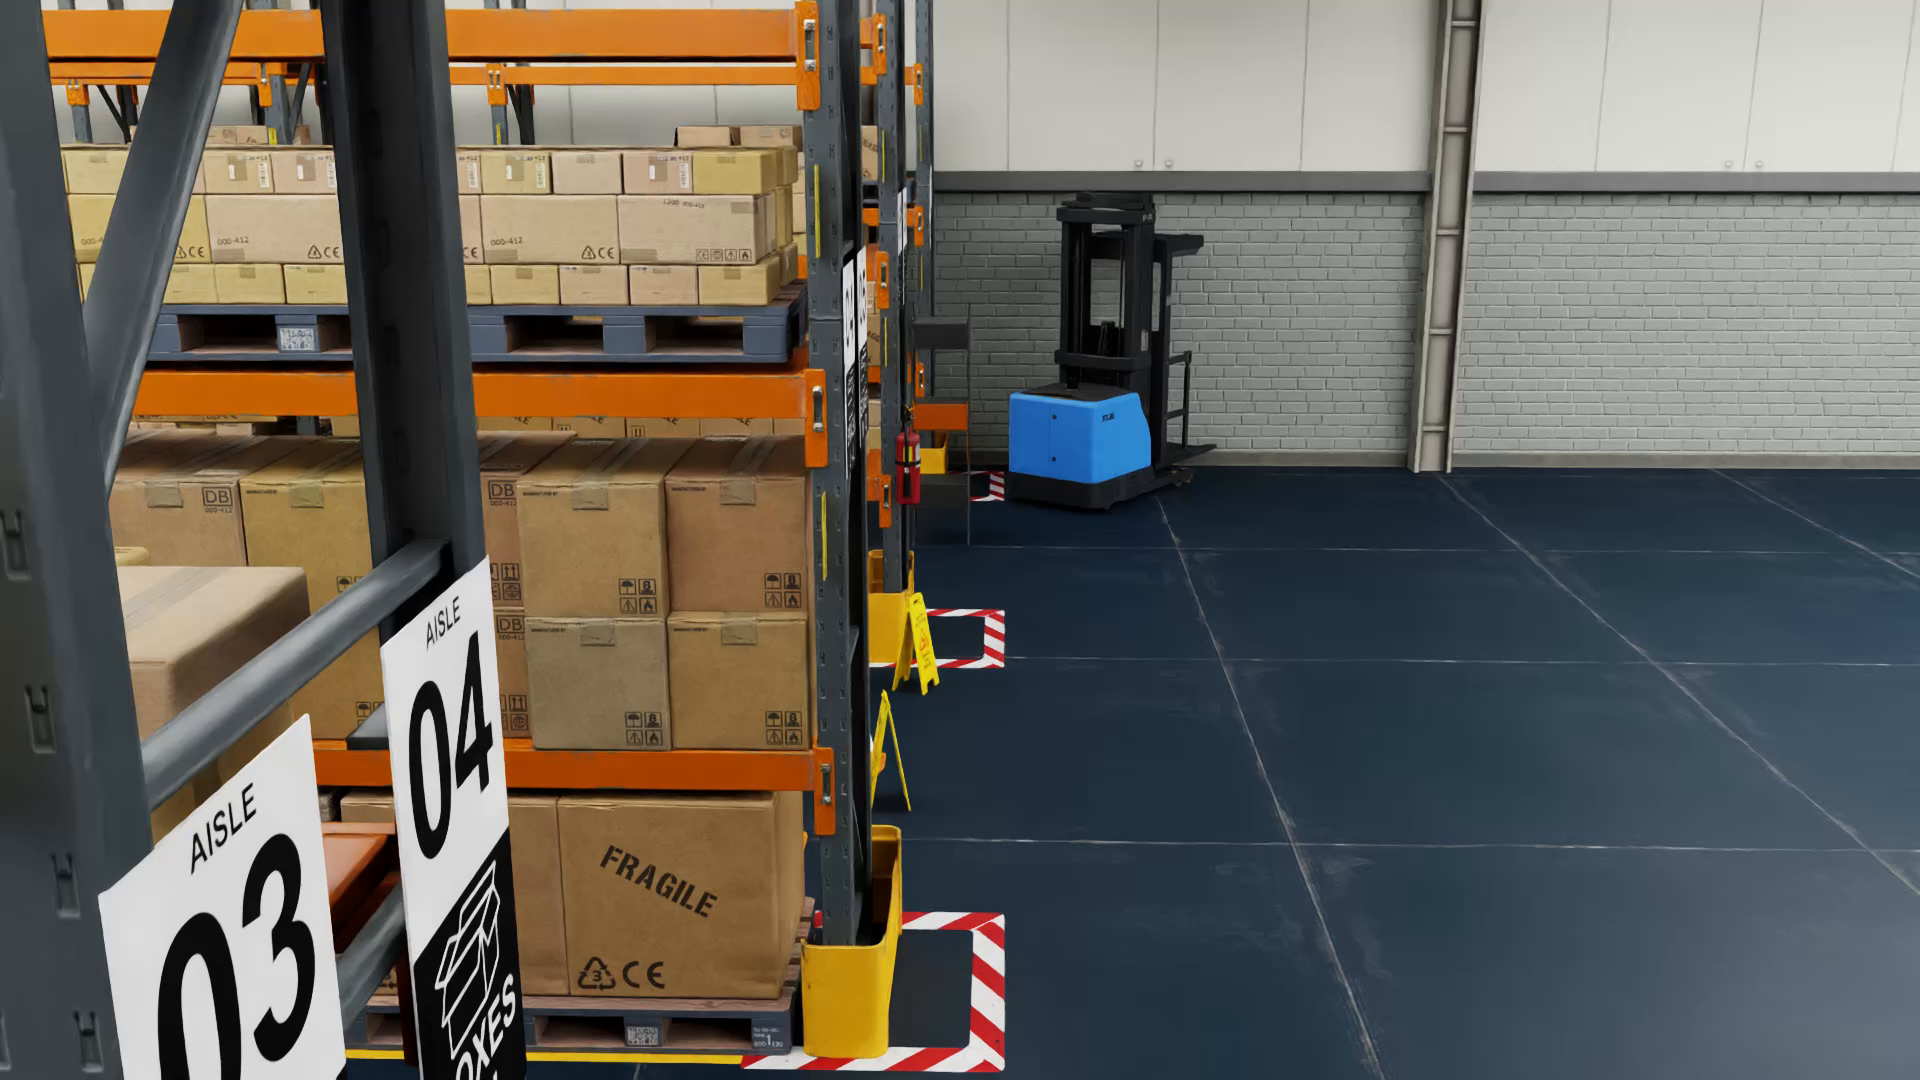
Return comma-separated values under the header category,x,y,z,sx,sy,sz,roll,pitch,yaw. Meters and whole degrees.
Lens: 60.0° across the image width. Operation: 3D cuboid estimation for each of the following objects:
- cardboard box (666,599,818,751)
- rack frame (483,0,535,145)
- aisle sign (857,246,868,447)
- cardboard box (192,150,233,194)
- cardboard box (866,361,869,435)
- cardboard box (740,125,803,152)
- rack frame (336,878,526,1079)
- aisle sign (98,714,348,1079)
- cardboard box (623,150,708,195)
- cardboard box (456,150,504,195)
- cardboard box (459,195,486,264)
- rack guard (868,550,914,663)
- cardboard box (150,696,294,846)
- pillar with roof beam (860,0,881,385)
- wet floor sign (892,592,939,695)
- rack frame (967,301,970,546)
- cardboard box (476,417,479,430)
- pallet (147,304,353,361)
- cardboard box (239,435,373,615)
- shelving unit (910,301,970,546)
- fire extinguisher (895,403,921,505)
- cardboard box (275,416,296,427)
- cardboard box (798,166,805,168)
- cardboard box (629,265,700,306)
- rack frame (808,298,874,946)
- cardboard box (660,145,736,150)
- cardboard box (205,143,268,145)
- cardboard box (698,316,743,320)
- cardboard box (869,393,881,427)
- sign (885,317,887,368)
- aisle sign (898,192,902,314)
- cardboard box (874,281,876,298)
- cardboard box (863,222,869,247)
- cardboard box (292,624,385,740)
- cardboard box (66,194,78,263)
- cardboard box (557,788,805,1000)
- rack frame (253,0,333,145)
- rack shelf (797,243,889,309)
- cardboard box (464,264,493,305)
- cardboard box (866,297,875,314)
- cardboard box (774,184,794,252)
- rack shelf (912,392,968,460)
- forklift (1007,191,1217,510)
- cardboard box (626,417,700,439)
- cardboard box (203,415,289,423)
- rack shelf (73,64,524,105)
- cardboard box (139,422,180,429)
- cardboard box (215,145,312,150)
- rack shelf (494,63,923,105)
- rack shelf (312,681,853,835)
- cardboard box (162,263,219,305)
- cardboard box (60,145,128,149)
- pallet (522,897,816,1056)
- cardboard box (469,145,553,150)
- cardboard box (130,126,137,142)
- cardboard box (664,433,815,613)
category,x,y,z,sx,sy,sz,roll,pitch,yaw
cardboard box,-0.856,0.457,6.934,0.550,0.550,0.875,0,15,1
rack frame,-4.335,-4.935,15.906,0.127,3.000,1.000,0,15,1
aisle sign,-0.406,-0.813,6.944,0.004,0.787,0.394,0,15,1
cardboard box,-2.856,-1.375,6.200,0.250,0.149,0.380,0,15,1
cardboard box,-0.925,-1.009,12.004,0.500,0.500,0.500,0,15,1
cardboard box,-1.806,-3.732,16.008,0.500,0.500,0.700,0,15,2
rack frame,-0.712,1.785,2.196,0.127,3.000,1.000,0,15,1
aisle sign,-0.658,0.605,1.573,0.004,0.787,0.394,0,15,1
cardboard box,-1.079,-1.363,6.157,0.250,0.149,0.380,0,15,2
cardboard box,-1.844,-1.368,6.176,0.250,0.149,0.380,0,15,2
cardboard box,-1.983,-1.192,6.288,0.500,0.250,0.500,0,15,1
rack guard,-0.535,0.466,12.096,0.348,0.500,1.175,0,15,1
cardboard box,-1.187,0.338,2.094,0.500,0.250,0.500,1,15,3
pillar with roof beam,-1.119,-4.046,12.535,0.400,9.000,9.100,0,15,1
wet floor sign,-0.296,0.670,11.036,0.232,0.644,0.267,6,16,21
rack frame,0.078,-1.015,14.570,0.015,2.100,0.400,0,15,1
cardboard box,-3.523,-0.890,11.553,0.500,0.500,0.500,0,15,1
pallet,-2.449,-0.897,6.652,1.213,0.211,1.003,0,15,1
cardboard box,-2.496,-0.075,6.834,0.500,0.550,0.875,0,15,1
shelving unit,-0.165,-1.016,14.576,0.503,2.100,0.431,0,15,1
fire extinguisher,-0.356,-0.587,11.336,0.183,0.674,0.296,0,15,1
cardboard box,-5.002,-0.934,12.171,0.250,0.149,0.380,1,15,2
cardboard box,-1.061,-2.509,11.519,0.250,0.149,0.380,0,15,1
cardboard box,-1.077,-0.978,6.258,0.250,0.149,0.380,0,15,2
rack frame,-0.484,0.520,6.988,0.127,3.000,1.000,0,15,1
cardboard box,-1.060,-1.531,6.792,0.250,0.149,0.380,0,15,2
cardboard box,-5.040,-2.563,11.284,0.500,0.250,0.500,1,15,3
cardboard box,-1.481,-1.371,11.418,0.500,0.500,0.700,1,15,2
cardboard box,-0.804,-1.289,16.452,0.500,0.250,0.500,1,15,3
sign,-0.493,-1.314,11.051,0.005,0.325,0.100,0,15,1
aisle sign,-0.404,-1.925,11.161,0.004,0.787,0.394,0,15,1
cardboard box,-0.699,-2.463,16.244,0.250,0.149,0.380,0,15,2
cardboard box,-0.782,-2.157,11.746,0.250,0.149,0.380,0,15,1
cardboard box,-2.494,0.430,7.035,0.500,0.550,0.875,0,15,1
cardboard box,-3.497,-1.201,6.325,0.500,0.250,0.500,0,15,1
cardboard box,-1.164,1.357,7.158,0.875,0.875,0.875,0,15,2
rack frame,-4.458,-3.669,11.108,0.127,3.000,1.000,0,15,1
rack shelf,-2.458,-1.858,11.533,4.000,0.370,1.077,0,15,1
cardboard box,-1.843,-0.982,6.276,0.250,0.149,0.380,0,15,1
cardboard box,-0.946,-2.295,16.193,0.250,0.149,0.380,1,15,2
cardboard box,-0.960,-1.321,6.780,0.500,0.250,0.500,0,15,1
rack shelf,-0.165,-1.003,14.580,0.480,0.518,0.431,0,15,1
forklift,1.737,-2.022,16.759,1.130,2.935,3.031,11,18,35
cardboard box,-2.009,-0.877,11.504,0.500,0.500,0.500,0,15,1
cardboard box,-4.925,-1.108,11.559,0.500,0.500,0.500,0,15,0
rack shelf,-6.334,-4.407,16.098,4.000,0.370,1.077,0,15,1
cardboard box,-5.501,-0.782,11.593,0.250,0.149,0.380,0,15,0
cardboard box,-2.848,-1.542,6.835,0.250,0.149,0.380,0,15,1
rack shelf,-2.335,-4.381,16.000,4.000,0.370,1.077,0,15,1
rack shelf,-2.484,0.855,7.129,4.000,0.370,1.077,0,15,1
cardboard box,-2.855,-0.989,6.302,0.250,0.149,0.380,0,15,1
cardboard box,-3.606,-1.547,6.854,0.250,0.149,0.380,0,15,1
pallet,-1.286,1.883,7.288,1.213,0.211,1.003,0,15,1
cardboard box,-1.826,-1.536,6.811,0.250,0.149,0.380,0,15,0
cardboard box,-7.615,-3.744,16.055,0.500,0.500,0.500,1,15,2
cardboard box,-0.854,-0.087,6.877,0.550,0.550,0.875,0,15,1
